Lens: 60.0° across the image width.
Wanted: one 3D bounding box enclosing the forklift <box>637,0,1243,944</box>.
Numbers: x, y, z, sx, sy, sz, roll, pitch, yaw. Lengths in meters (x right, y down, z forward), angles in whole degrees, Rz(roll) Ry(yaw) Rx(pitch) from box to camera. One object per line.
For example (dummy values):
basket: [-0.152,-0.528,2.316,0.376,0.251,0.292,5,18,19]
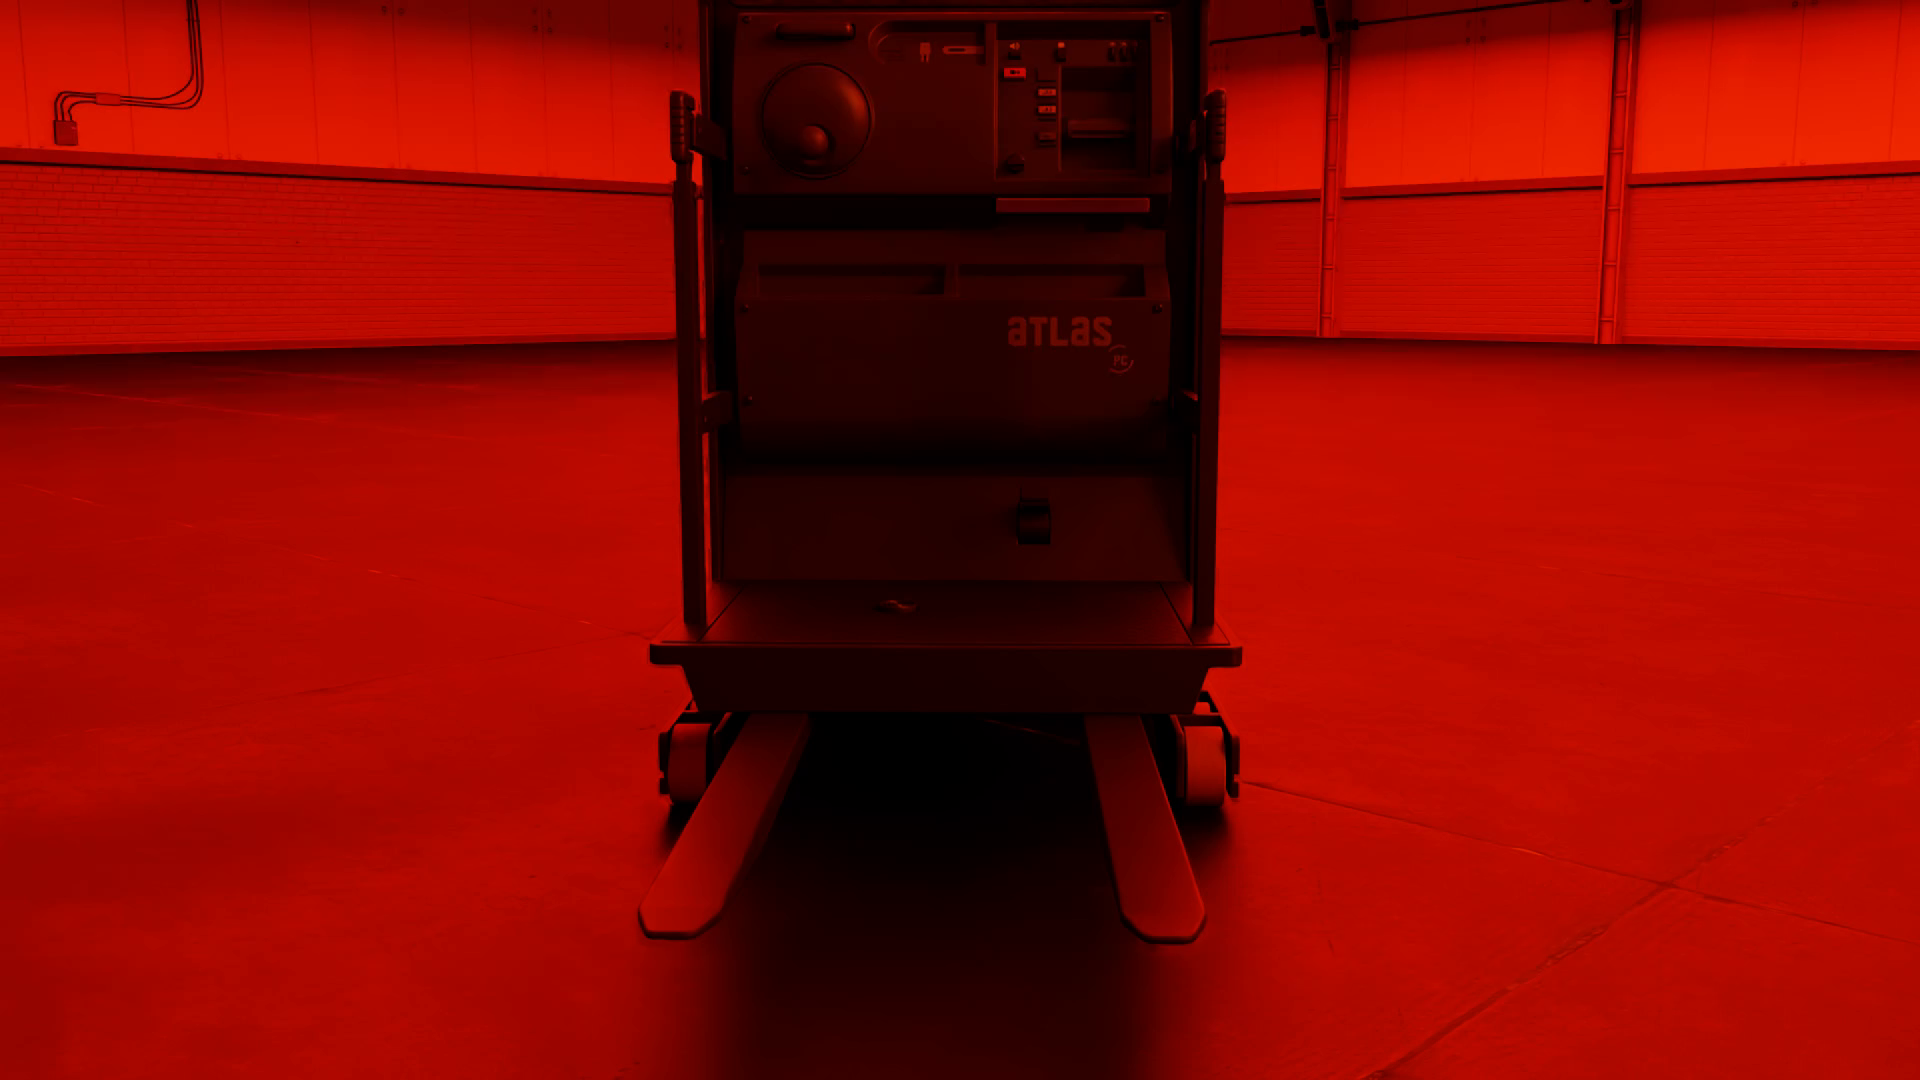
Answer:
forklift: [-0.018,-0.972,3.331,1.130,2.935,3.031,0,9,1]
